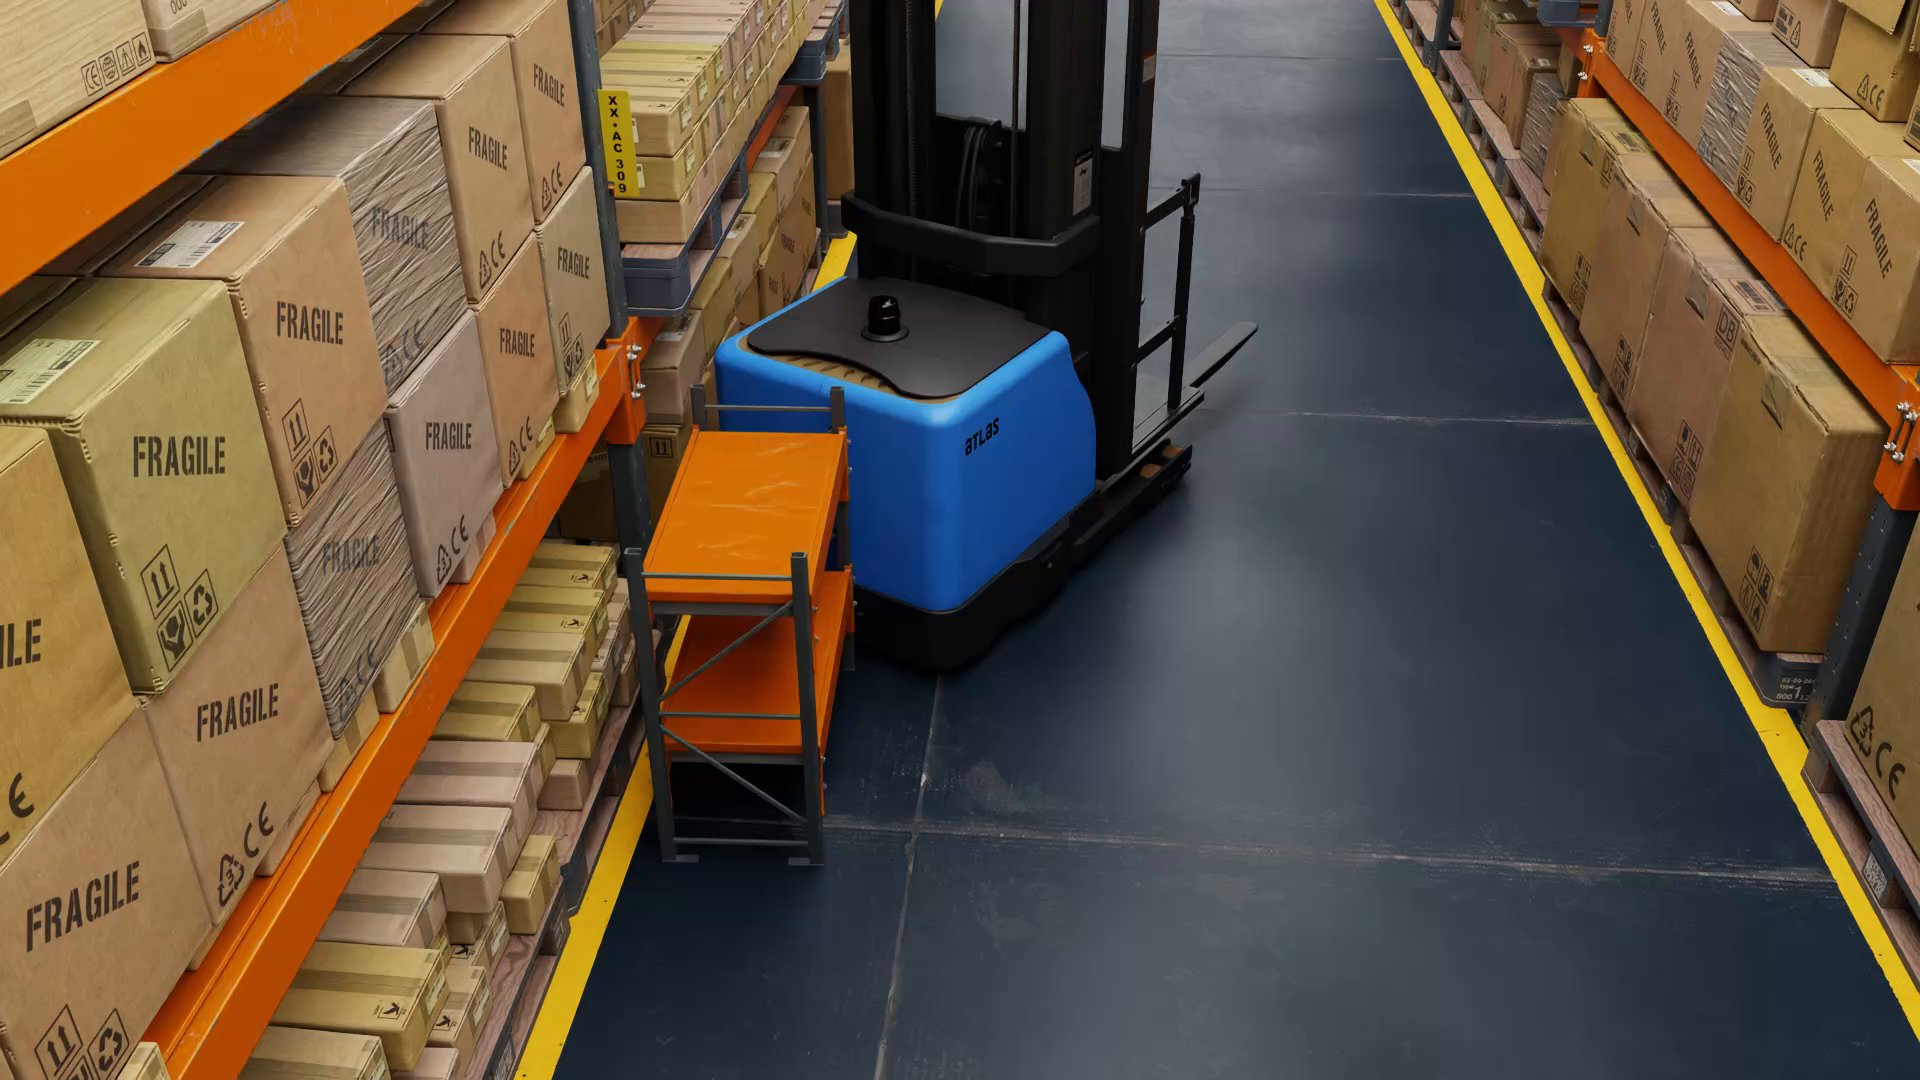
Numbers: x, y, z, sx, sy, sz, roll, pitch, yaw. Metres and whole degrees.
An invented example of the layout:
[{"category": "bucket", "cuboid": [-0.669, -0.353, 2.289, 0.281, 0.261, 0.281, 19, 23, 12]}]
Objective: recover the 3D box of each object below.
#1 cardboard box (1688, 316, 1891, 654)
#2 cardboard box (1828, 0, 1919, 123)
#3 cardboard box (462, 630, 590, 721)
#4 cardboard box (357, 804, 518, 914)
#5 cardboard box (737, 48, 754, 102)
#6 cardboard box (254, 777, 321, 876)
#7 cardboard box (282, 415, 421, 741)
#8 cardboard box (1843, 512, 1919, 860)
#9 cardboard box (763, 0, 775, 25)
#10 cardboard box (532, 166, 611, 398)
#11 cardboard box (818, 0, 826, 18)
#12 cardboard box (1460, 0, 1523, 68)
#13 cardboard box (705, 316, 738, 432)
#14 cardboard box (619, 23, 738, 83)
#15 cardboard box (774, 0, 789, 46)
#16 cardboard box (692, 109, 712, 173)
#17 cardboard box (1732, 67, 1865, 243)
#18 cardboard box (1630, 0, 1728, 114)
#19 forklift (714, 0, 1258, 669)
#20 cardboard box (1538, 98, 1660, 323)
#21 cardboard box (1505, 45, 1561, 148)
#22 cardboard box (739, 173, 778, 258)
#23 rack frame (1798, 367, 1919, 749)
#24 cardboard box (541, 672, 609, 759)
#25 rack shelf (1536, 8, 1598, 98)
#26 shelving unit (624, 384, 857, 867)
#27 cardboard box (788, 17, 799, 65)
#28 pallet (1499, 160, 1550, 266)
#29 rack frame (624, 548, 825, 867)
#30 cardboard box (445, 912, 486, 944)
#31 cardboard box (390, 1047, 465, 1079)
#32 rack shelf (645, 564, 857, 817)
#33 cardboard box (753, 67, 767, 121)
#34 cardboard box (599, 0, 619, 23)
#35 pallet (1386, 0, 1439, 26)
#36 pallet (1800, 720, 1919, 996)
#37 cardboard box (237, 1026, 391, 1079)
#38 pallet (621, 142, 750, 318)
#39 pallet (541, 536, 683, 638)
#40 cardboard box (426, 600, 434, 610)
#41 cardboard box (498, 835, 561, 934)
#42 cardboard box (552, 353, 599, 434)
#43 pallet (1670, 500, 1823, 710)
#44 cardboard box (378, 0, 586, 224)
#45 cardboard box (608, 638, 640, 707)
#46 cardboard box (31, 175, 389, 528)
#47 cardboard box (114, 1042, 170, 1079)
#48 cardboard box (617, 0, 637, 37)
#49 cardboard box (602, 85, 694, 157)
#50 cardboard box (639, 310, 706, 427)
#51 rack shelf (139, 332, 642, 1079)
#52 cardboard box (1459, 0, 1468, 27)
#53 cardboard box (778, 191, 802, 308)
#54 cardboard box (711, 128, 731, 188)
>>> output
[{"category": "cardboard box", "cuboid": [3.397, -0.186, 5.817, 1.225, 0.875, 0.875, 3, 32, 4]}, {"category": "cardboard box", "cuboid": [3.476, -1.738, 5.660, 0.797, 0.503, 0.637, 3, 32, 5]}, {"category": "cardboard box", "cuboid": [-1.334, 0.404, 4.986, 0.380, 0.149, 0.250, 2, 32, 4]}, {"category": "cardboard box", "cuboid": [-1.372, 0.823, 4.305, 0.380, 0.149, 0.250, 1, 32, 2]}, {"category": "cardboard box", "cuboid": [-0.999, -1.773, 6.324, 0.380, 0.149, 0.250, 4, 32, 6]}, {"category": "cardboard box", "cuboid": [-1.509, 0.519, 3.288, 0.380, 0.149, 0.250, 2, 32, 3]}, {"category": "cardboard box", "cuboid": [-1.478, 0.055, 3.422, 0.500, 0.500, 0.500, 2, 32, 3]}, {"category": "cardboard box", "cuboid": [3.232, 0.491, 4.719, 0.875, 0.875, 0.875, 2, 32, 4]}, {"category": "cardboard box", "cuboid": [-0.957, -2.170, 6.684, 0.380, 0.149, 0.250, 3, 32, 5]}, {"category": "cardboard box", "cuboid": [-1.328, -0.745, 4.721, 0.500, 0.500, 0.500, 3, 32, 4]}, {"category": "cardboard box", "cuboid": [-0.848, -2.597, 7.944, 0.380, 0.149, 0.250, 2, 32, 4]}, {"category": "cardboard box", "cuboid": [3.945, -3.562, 11.635, 0.700, 0.500, 0.500, 0, 32, 0]}, {"category": "cardboard box", "cuboid": [-1.204, -0.607, 6.859, 0.500, 0.500, 0.500, 4, 32, 6]}, {"category": "cardboard box", "cuboid": [-1.017, -1.763, 6.023, 0.380, 0.149, 0.250, 2, 32, 3]}, {"category": "cardboard box", "cuboid": [-0.934, -2.179, 6.982, 0.380, 0.149, 0.250, 3, 32, 5]}, {"category": "cardboard box", "cuboid": [-1.060, -1.361, 5.655, 0.380, 0.149, 0.250, 2, 32, 3]}, {"category": "cardboard box", "cuboid": [3.214, -1.407, 6.079, 0.500, 0.500, 0.500, 2, 32, 3]}, {"category": "cardboard box", "cuboid": [3.340, -2.198, 7.362, 0.500, 0.500, 0.500, 2, 32, 3]}, {"category": "forklift", "cuboid": [0.338, -1.524, 6.430, 1.130, 2.935, 3.031, 19, 36, 27]}, {"category": "cardboard box", "cuboid": [3.614, -1.582, 8.083, 1.225, 0.875, 0.875, 1, 32, 2]}, {"category": "cardboard box", "cuboid": [3.797, -2.729, 10.283, 0.700, 0.500, 0.500, 5, 32, 8]}, {"category": "cardboard box", "cuboid": [-1.126, -1.468, 7.540, 0.500, 0.250, 0.500, 3, 32, 5]}, {"category": "rack frame", "cuboid": [3.365, -0.576, 4.826, 1.000, 3.000, 0.127, 2, 32, 4]}, {"category": "cardboard box", "cuboid": [-1.293, 0.529, 5.067, 0.380, 0.149, 0.250, 1, 32, 2]}, {"category": "rack shelf", "cuboid": [3.854, -3.407, 10.105, 1.077, 0.370, 4.000, 2, 32, 4]}, {"category": "shelving unit", "cuboid": [-0.649, 0.247, 5.277, 0.538, 1.125, 1.048, 1, 32, 2]}, {"category": "cardboard box", "cuboid": [-0.913, -2.191, 7.286, 0.380, 0.149, 0.250, 1, 32, 2]}, {"category": "pallet", "cuboid": [3.756, -1.889, 9.614, 1.003, 0.211, 1.213, 2, 32, 4]}, {"category": "rack frame", "cuboid": [-0.669, 0.514, 4.844, 0.500, 1.125, 0.032, 1, 32, 2]}, {"category": "cardboard box", "cuboid": [-1.454, 0.929, 4.417, 0.380, 0.149, 0.250, 1, 32, 2]}, {"category": "cardboard box", "cuboid": [-1.418, 1.362, 3.998, 0.380, 0.149, 0.250, 1, 32, 2]}, {"category": "rack shelf", "cuboid": [-0.649, 0.455, 5.405, 0.538, 0.278, 1.000, 1, 32, 2]}, {"category": "cardboard box", "cuboid": [-0.979, -1.782, 6.622, 0.380, 0.149, 0.250, 2, 32, 3]}, {"category": "cardboard box", "cuboid": [-1.605, -2.207, 6.744, 0.380, 0.149, 0.250, 2, 32, 3]}, {"category": "pallet", "cuboid": [4.133, -4.565, 13.956, 1.003, 0.211, 1.213, 2, 32, 4]}, {"category": "pallet", "cuboid": [3.225, 1.005, 4.918, 1.003, 0.211, 1.213, 2, 32, 4]}, {"category": "cardboard box", "cuboid": [-1.494, 1.220, 3.662, 0.380, 0.149, 0.250, 4, 32, 6]}, {"category": "pallet", "cuboid": [-1.363, -1.153, 5.944, 1.003, 0.211, 1.213, 2, 32, 4]}, {"category": "pallet", "cuboid": [-1.508, -0.061, 6.648, 1.003, 0.211, 1.213, 2, 32, 4]}, {"category": "cardboard box", "cuboid": [-1.465, 0.110, 3.952, 0.380, 0.149, 0.250, 2, 32, 3]}, {"category": "cardboard box", "cuboid": [-1.347, 0.955, 4.659, 0.380, 0.149, 0.250, 2, 32, 4]}, {"category": "cardboard box", "cuboid": [-1.272, -0.435, 4.837, 0.380, 0.149, 0.250, 2, 32, 3]}, {"category": "pallet", "cuboid": [3.353, 0.204, 6.217, 1.003, 0.211, 1.213, 2, 32, 4]}, {"category": "cardboard box", "cuboid": [-1.339, -1.178, 4.471, 0.500, 0.500, 0.500, 1, 32, 2]}, {"category": "cardboard box", "cuboid": [-1.262, 0.414, 5.537, 0.380, 0.149, 0.250, 3, 32, 5]}, {"category": "cardboard box", "cuboid": [-1.457, -0.369, 3.158, 0.500, 0.500, 0.500, 1, 32, 2]}, {"category": "cardboard box", "cuboid": [-1.488, 0.929, 2.623, 0.380, 0.149, 0.250, 2, 32, 3]}, {"category": "cardboard box", "cuboid": [-1.587, -2.213, 7.038, 0.380, 0.149, 0.250, 2, 32, 4]}, {"category": "cardboard box", "cuboid": [-1.079, -1.352, 5.357, 0.380, 0.149, 0.250, 4, 32, 6]}, {"category": "cardboard box", "cuboid": [-1.247, -0.650, 6.213, 0.500, 0.250, 0.500, 1, 32, 2]}, {"category": "rack shelf", "cuboid": [-1.733, 0.511, 3.747, 1.077, 0.370, 4.000, 2, 32, 4]}, {"category": "cardboard box", "cuboid": [4.089, -4.081, 12.496, 0.500, 0.500, 0.500, 2, 32, 2]}, {"category": "cardboard box", "cuboid": [-1.083, -1.420, 8.178, 0.500, 0.500, 0.500, 4, 32, 6]}, {"category": "cardboard box", "cuboid": [-1.039, -1.375, 5.961, 0.380, 0.149, 0.250, 3, 32, 4]}]
